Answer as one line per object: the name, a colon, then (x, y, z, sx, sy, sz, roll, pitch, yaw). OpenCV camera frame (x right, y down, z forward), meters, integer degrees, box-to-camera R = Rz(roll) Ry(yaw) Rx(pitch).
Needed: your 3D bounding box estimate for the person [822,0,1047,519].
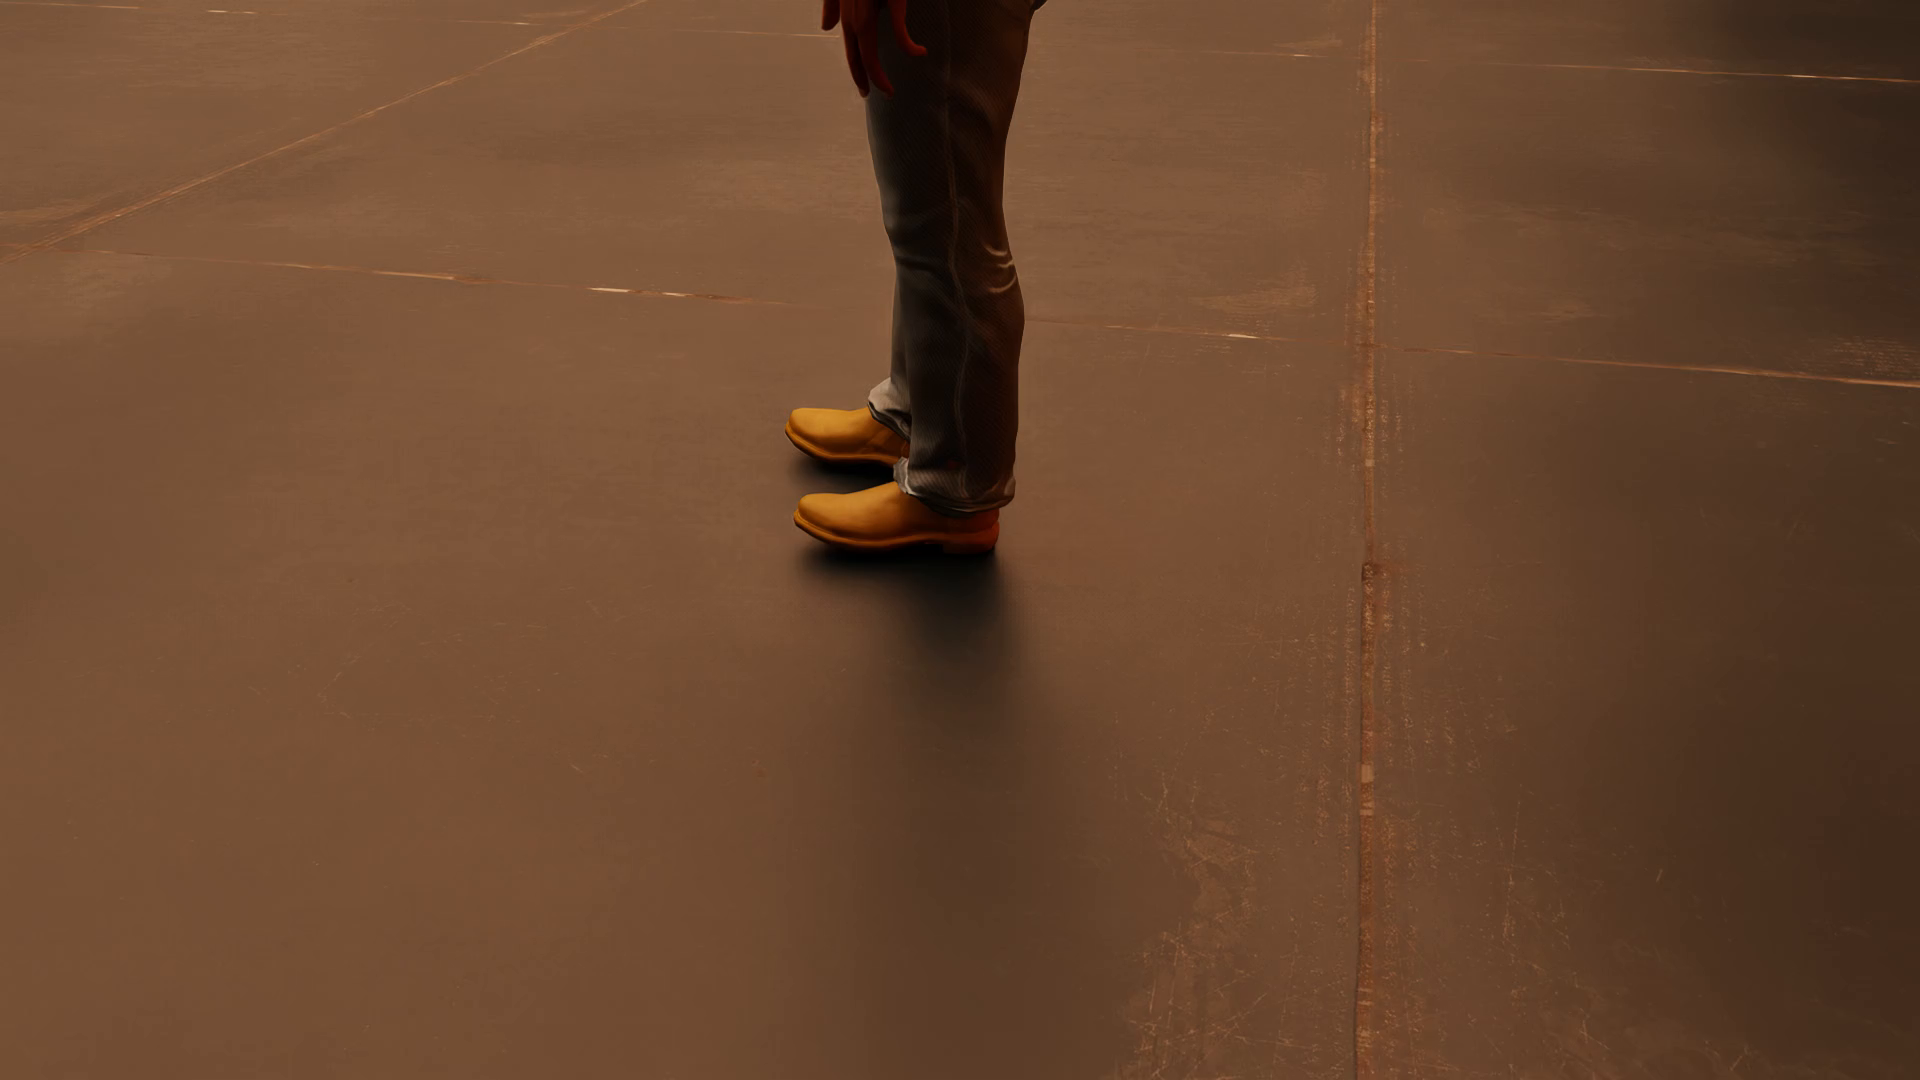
person: (0.010, -0.823, 2.089, 0.418, 1.709, 0.665, 6, 27, 11)
